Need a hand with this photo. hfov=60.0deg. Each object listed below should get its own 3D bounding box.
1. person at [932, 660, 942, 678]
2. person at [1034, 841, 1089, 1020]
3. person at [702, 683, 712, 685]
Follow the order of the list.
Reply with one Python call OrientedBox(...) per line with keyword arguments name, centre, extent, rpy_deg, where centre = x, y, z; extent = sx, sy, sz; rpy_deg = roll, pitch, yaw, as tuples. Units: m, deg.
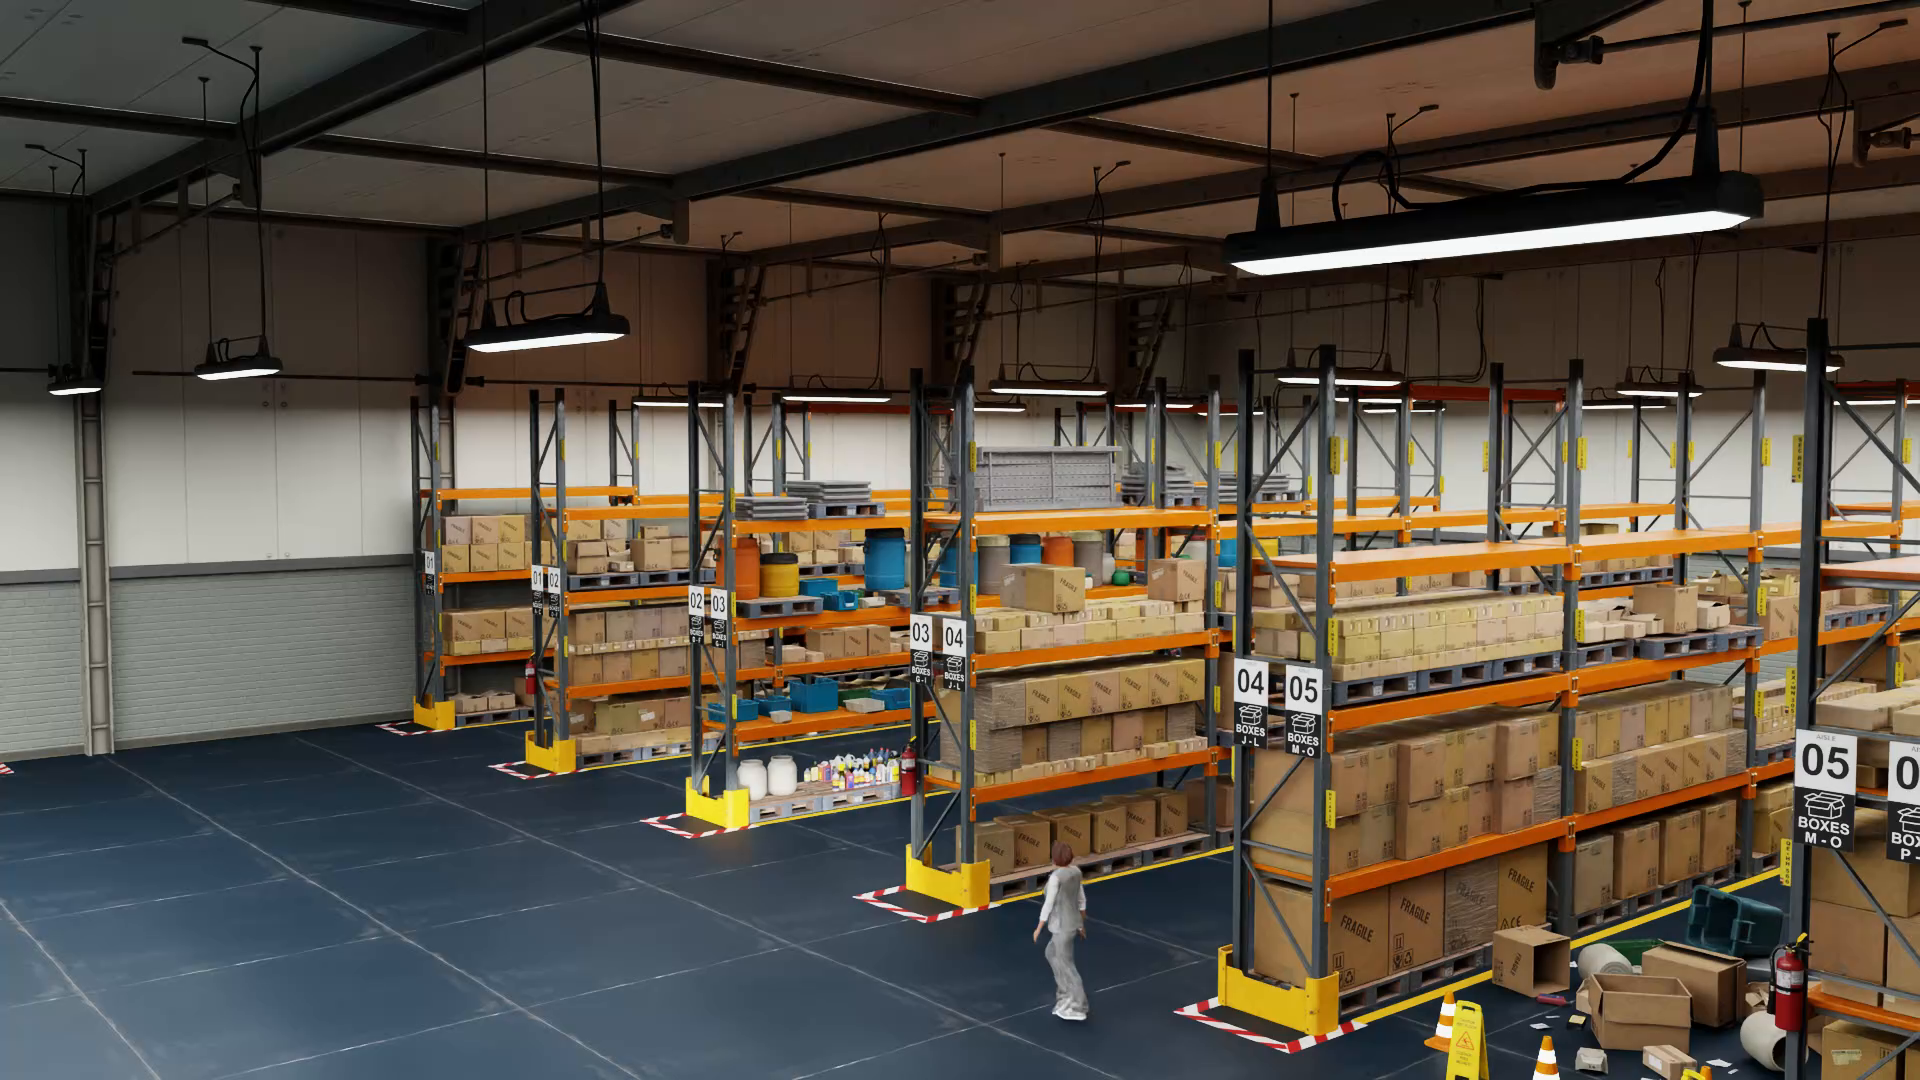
OrientedBox(name="person", centre=(-0.572, 2.289, 34.663), extent=(0.480, 1.675, 0.515), rpy_deg=(-1, 3, -9))
OrientedBox(name="person", centre=(0.927, 3.497, 14.830), extent=(0.490, 1.636, 0.402), rpy_deg=(2, 4, 28))
OrientedBox(name="person", centre=(-4.689, 2.458, 31.370), extent=(0.615, 1.775, 0.762), rpy_deg=(3, 4, 41))
